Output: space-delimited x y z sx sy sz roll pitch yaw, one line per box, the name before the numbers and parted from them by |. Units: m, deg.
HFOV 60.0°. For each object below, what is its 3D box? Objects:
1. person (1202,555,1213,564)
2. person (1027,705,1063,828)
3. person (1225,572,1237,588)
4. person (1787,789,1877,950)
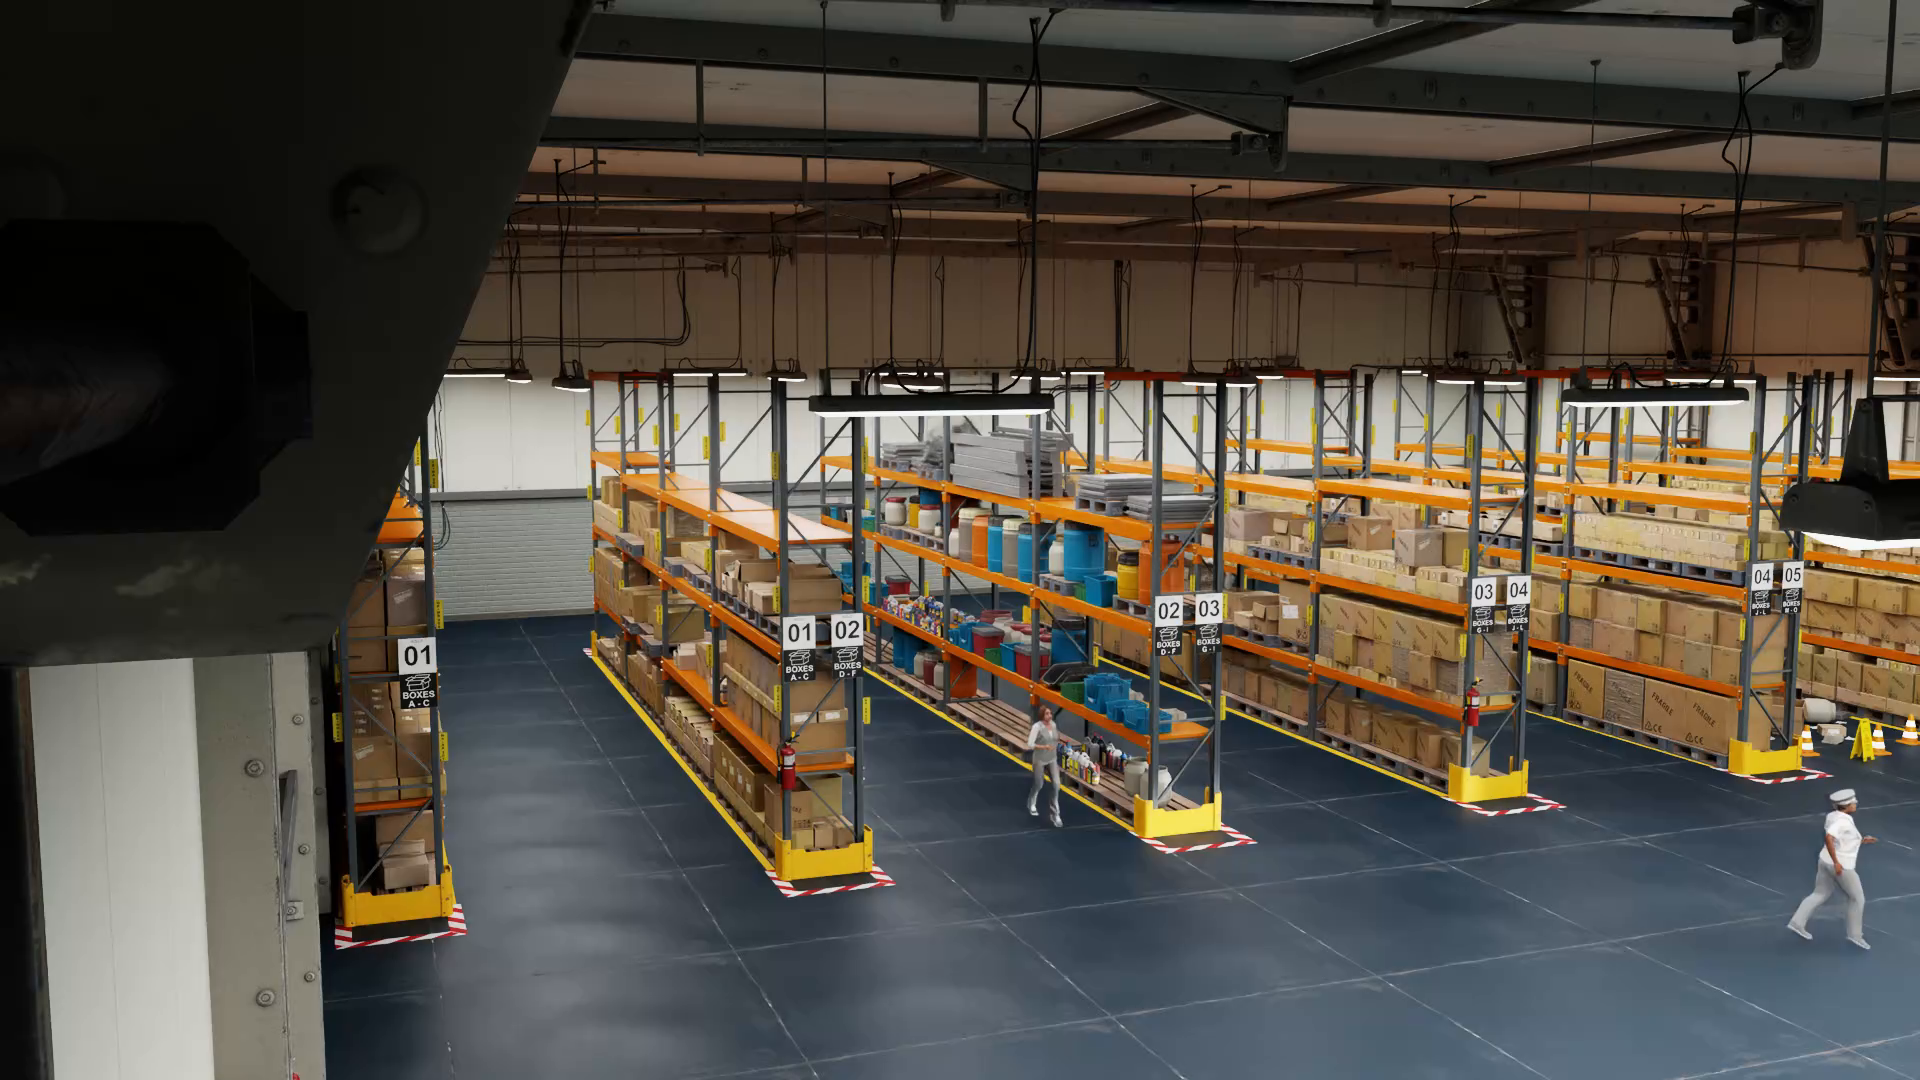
person | 6.071 0.933 41.344 0.661 1.586 0.718 -2 7 -16
person | 1.118 3.033 22.481 0.528 1.606 0.751 -3 7 -25
person | 6.686 0.843 41.393 0.703 1.750 0.690 -3 7 -28
person | 9.327 3.507 17.738 0.863 1.738 0.547 0 6 1
